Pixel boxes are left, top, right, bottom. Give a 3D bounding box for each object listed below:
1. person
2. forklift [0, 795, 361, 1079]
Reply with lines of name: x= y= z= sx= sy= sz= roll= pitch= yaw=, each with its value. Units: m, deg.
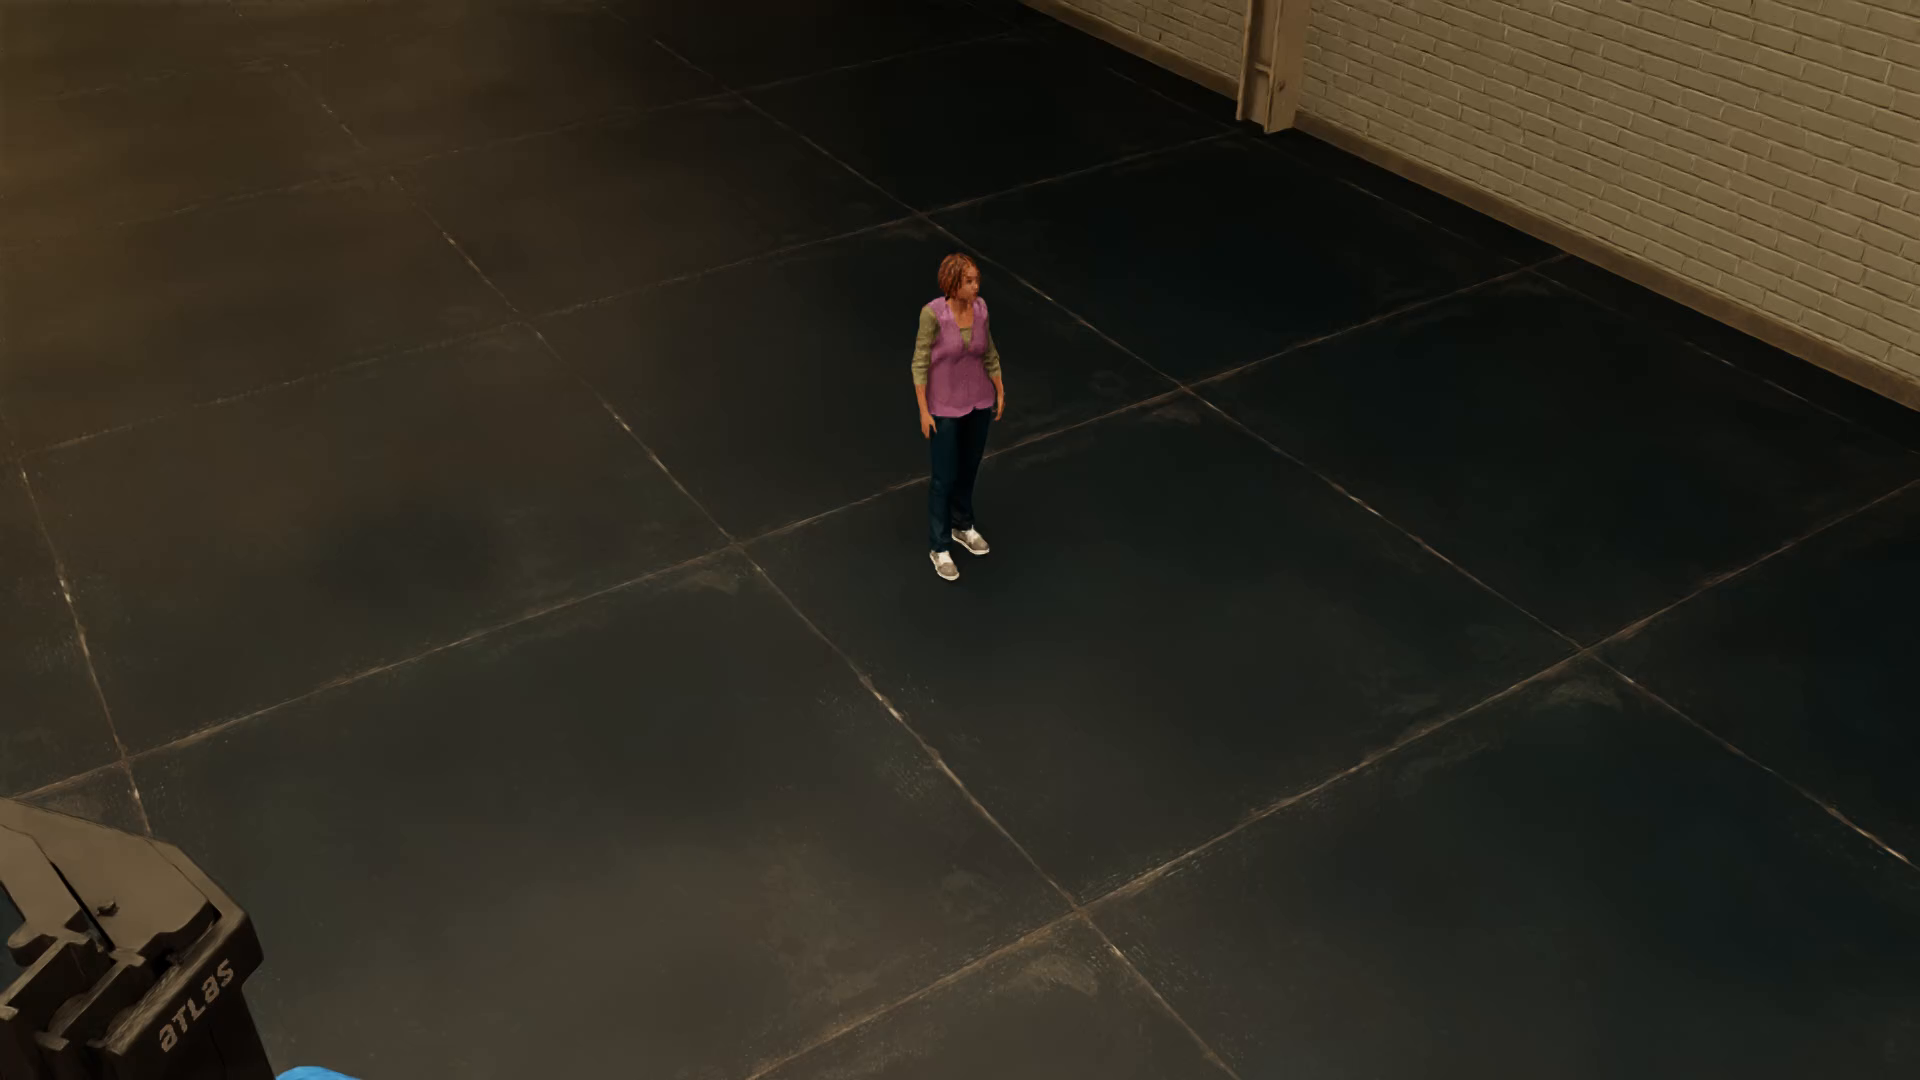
person: x=0.029 y=-0.619 z=8.177 sx=0.520 sy=1.597 sz=0.474 roll=-21 pitch=40 yaw=-27
forklift: x=-1.919 y=2.048 z=3.233 sx=1.130 sy=2.935 sz=3.031 roll=11 pitch=37 yaw=15
